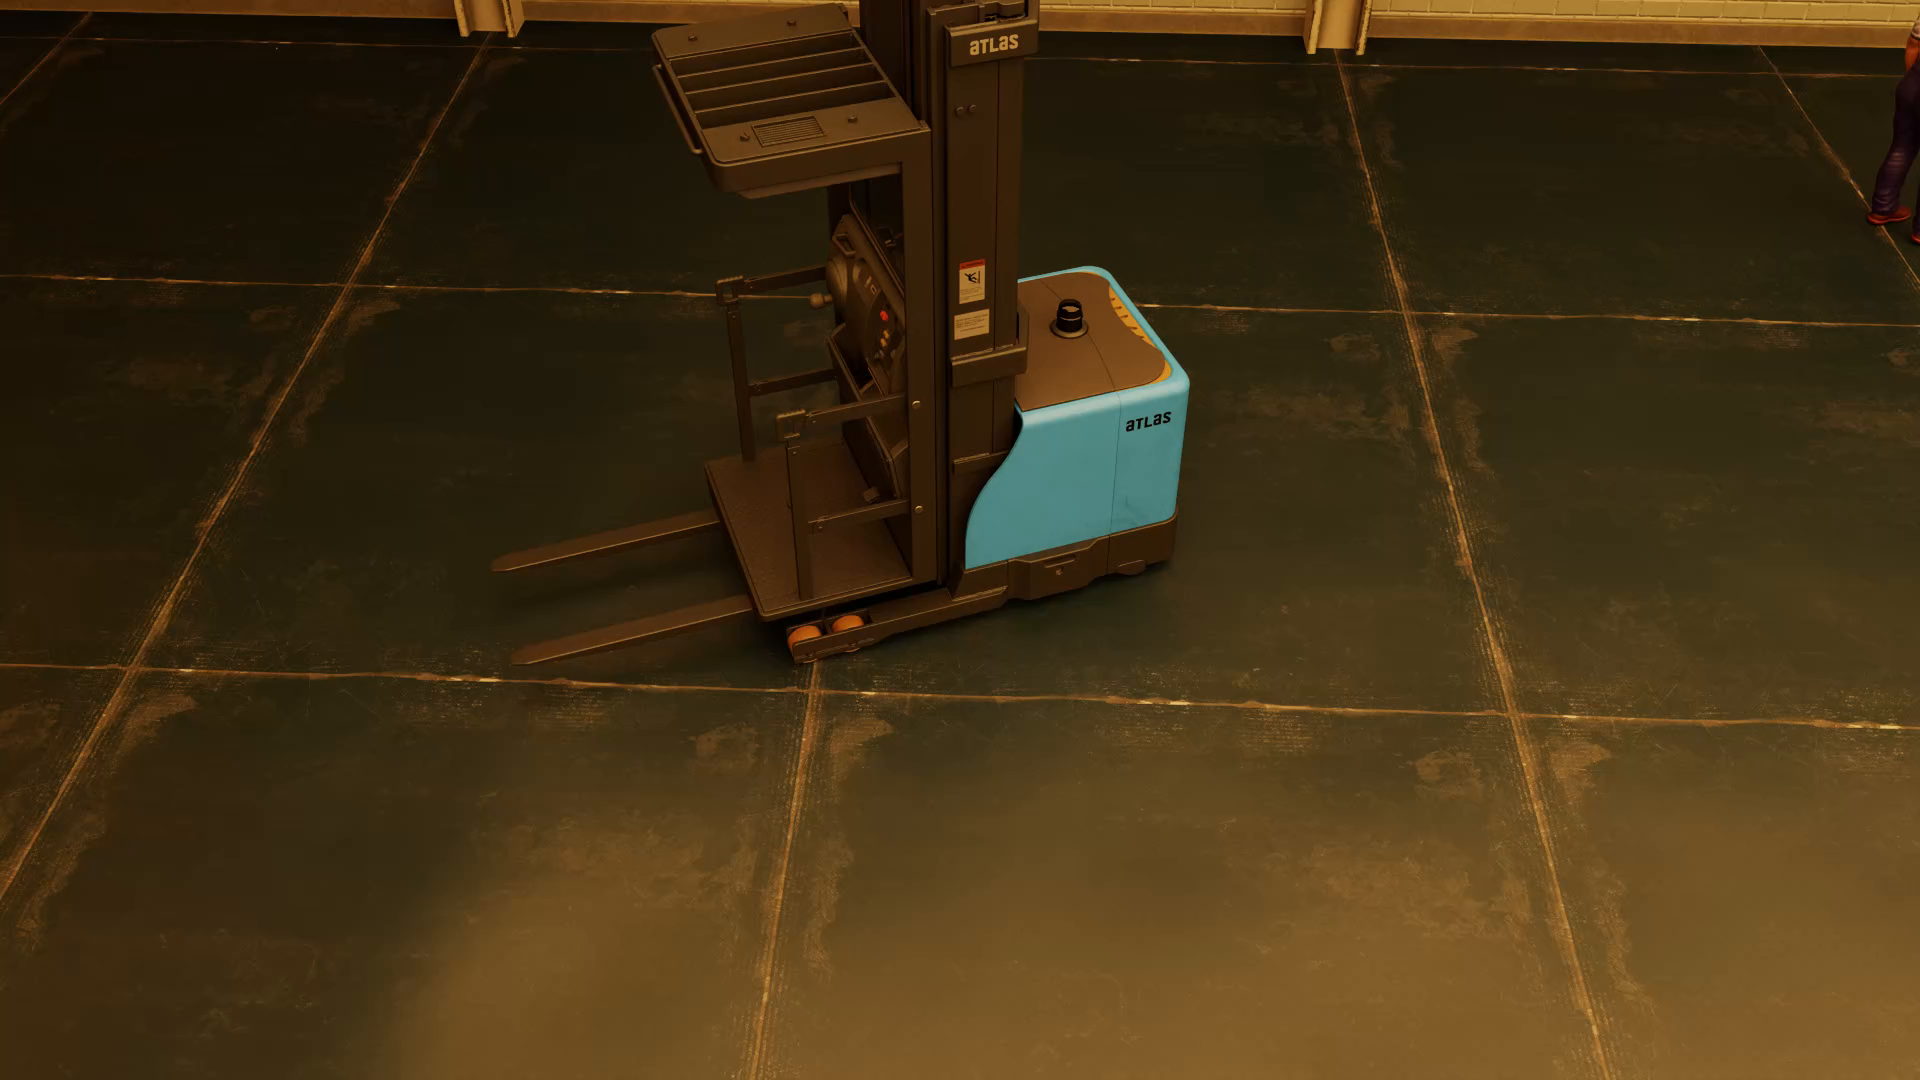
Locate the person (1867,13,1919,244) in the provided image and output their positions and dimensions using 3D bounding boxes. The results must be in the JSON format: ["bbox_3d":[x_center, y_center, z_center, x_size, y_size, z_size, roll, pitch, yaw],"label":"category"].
[{"bbox_3d":[5.617,-2.506,9.428,0.503,1.651,0.598,-10,43,-11],"label":"person"}]

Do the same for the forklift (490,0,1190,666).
[{"bbox_3d":[-0.573,-0.945,6.778,3.031,2.935,1.130,-13,44,-14],"label":"forklift"}]
